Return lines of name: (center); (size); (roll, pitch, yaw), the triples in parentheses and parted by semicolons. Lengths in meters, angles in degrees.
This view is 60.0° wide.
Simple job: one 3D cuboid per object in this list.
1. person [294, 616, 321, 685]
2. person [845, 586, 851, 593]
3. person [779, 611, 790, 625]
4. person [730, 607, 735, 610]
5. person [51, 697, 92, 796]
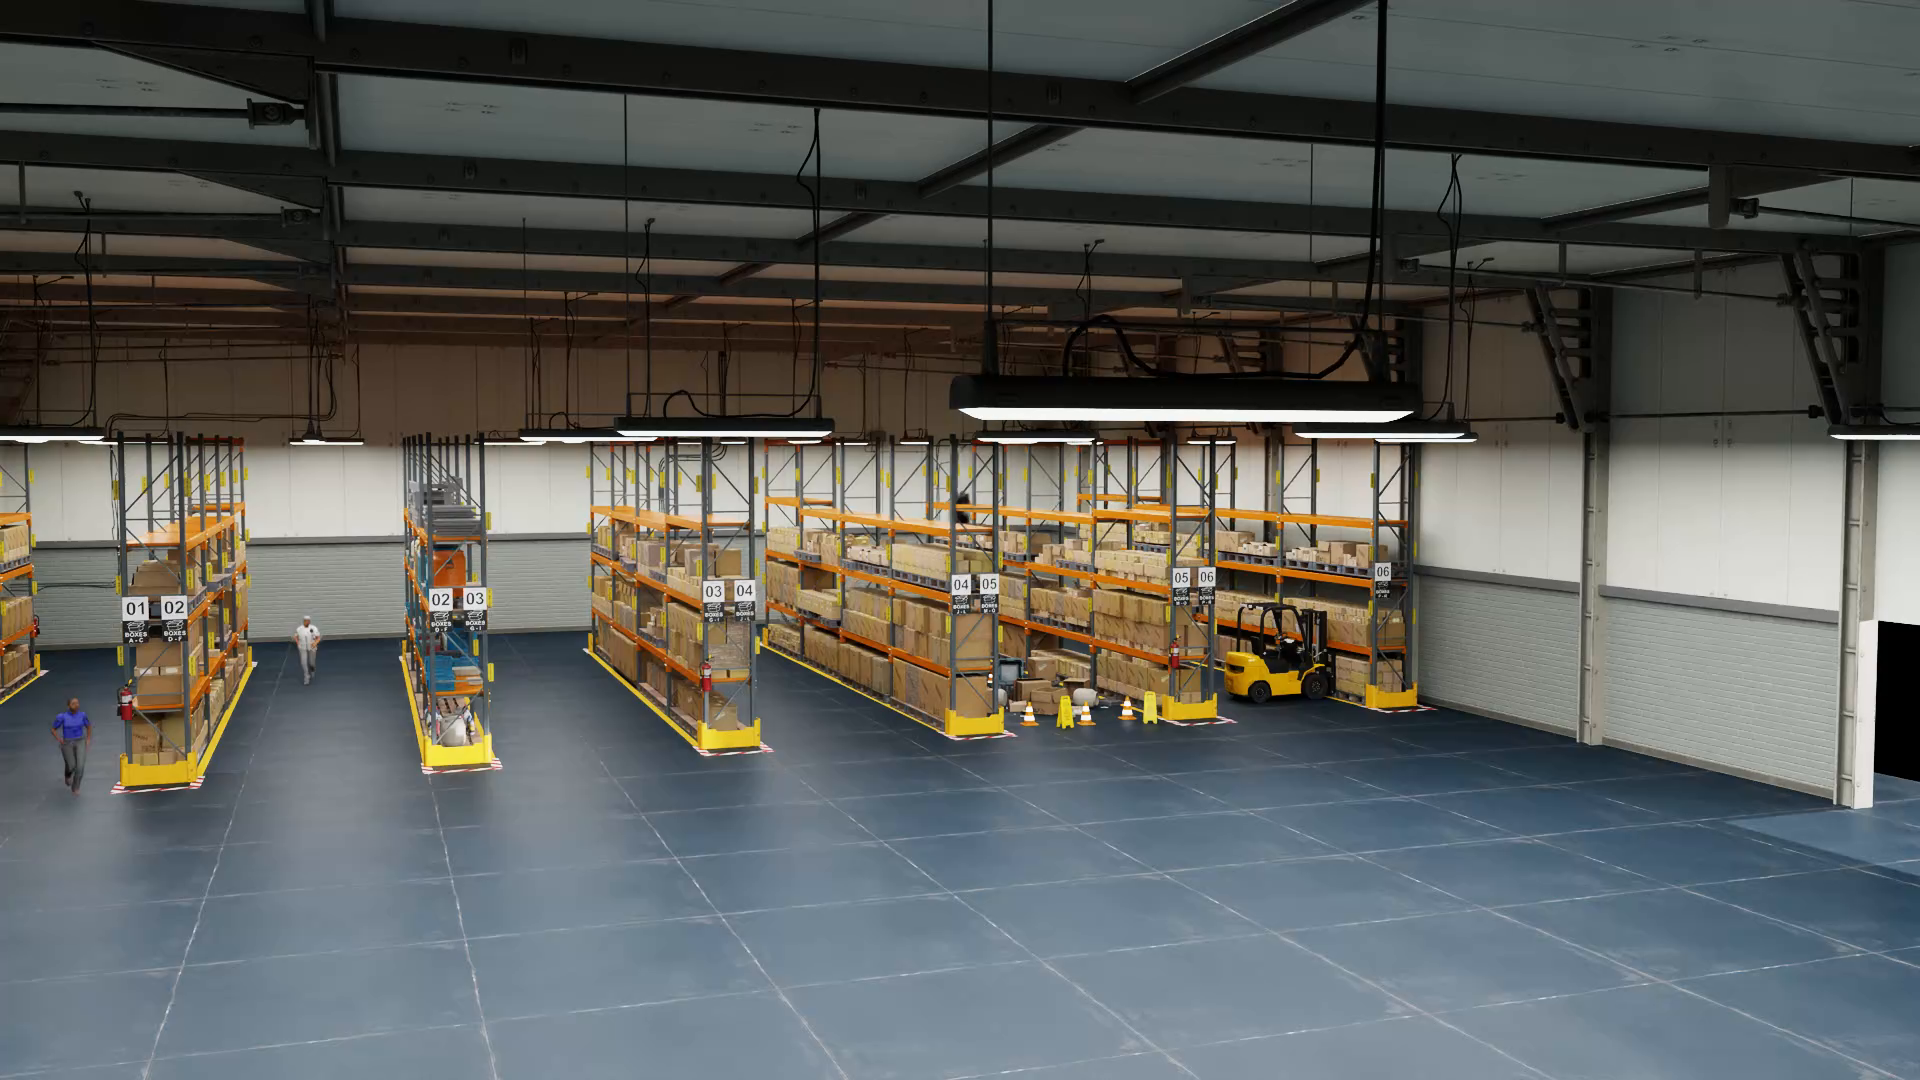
person: (-15.914, 2.663, 40.552); (0.618, 1.648, 0.742); (-1, 3, -19)
person: (-3.305, 2.175, 48.165); (0.669, 1.697, 0.660); (-2, 3, -25)
person: (-5.316, 2.041, 50.224); (0.884, 1.819, 0.625); (-3, 4, -45)
person: (-6.048, 2.324, 45.805); (0.719, 1.776, 0.730); (-1, 3, -10)
person: (-14.665, 3.403, 27.484); (0.610, 1.626, 0.523); (-3, 4, -41)
